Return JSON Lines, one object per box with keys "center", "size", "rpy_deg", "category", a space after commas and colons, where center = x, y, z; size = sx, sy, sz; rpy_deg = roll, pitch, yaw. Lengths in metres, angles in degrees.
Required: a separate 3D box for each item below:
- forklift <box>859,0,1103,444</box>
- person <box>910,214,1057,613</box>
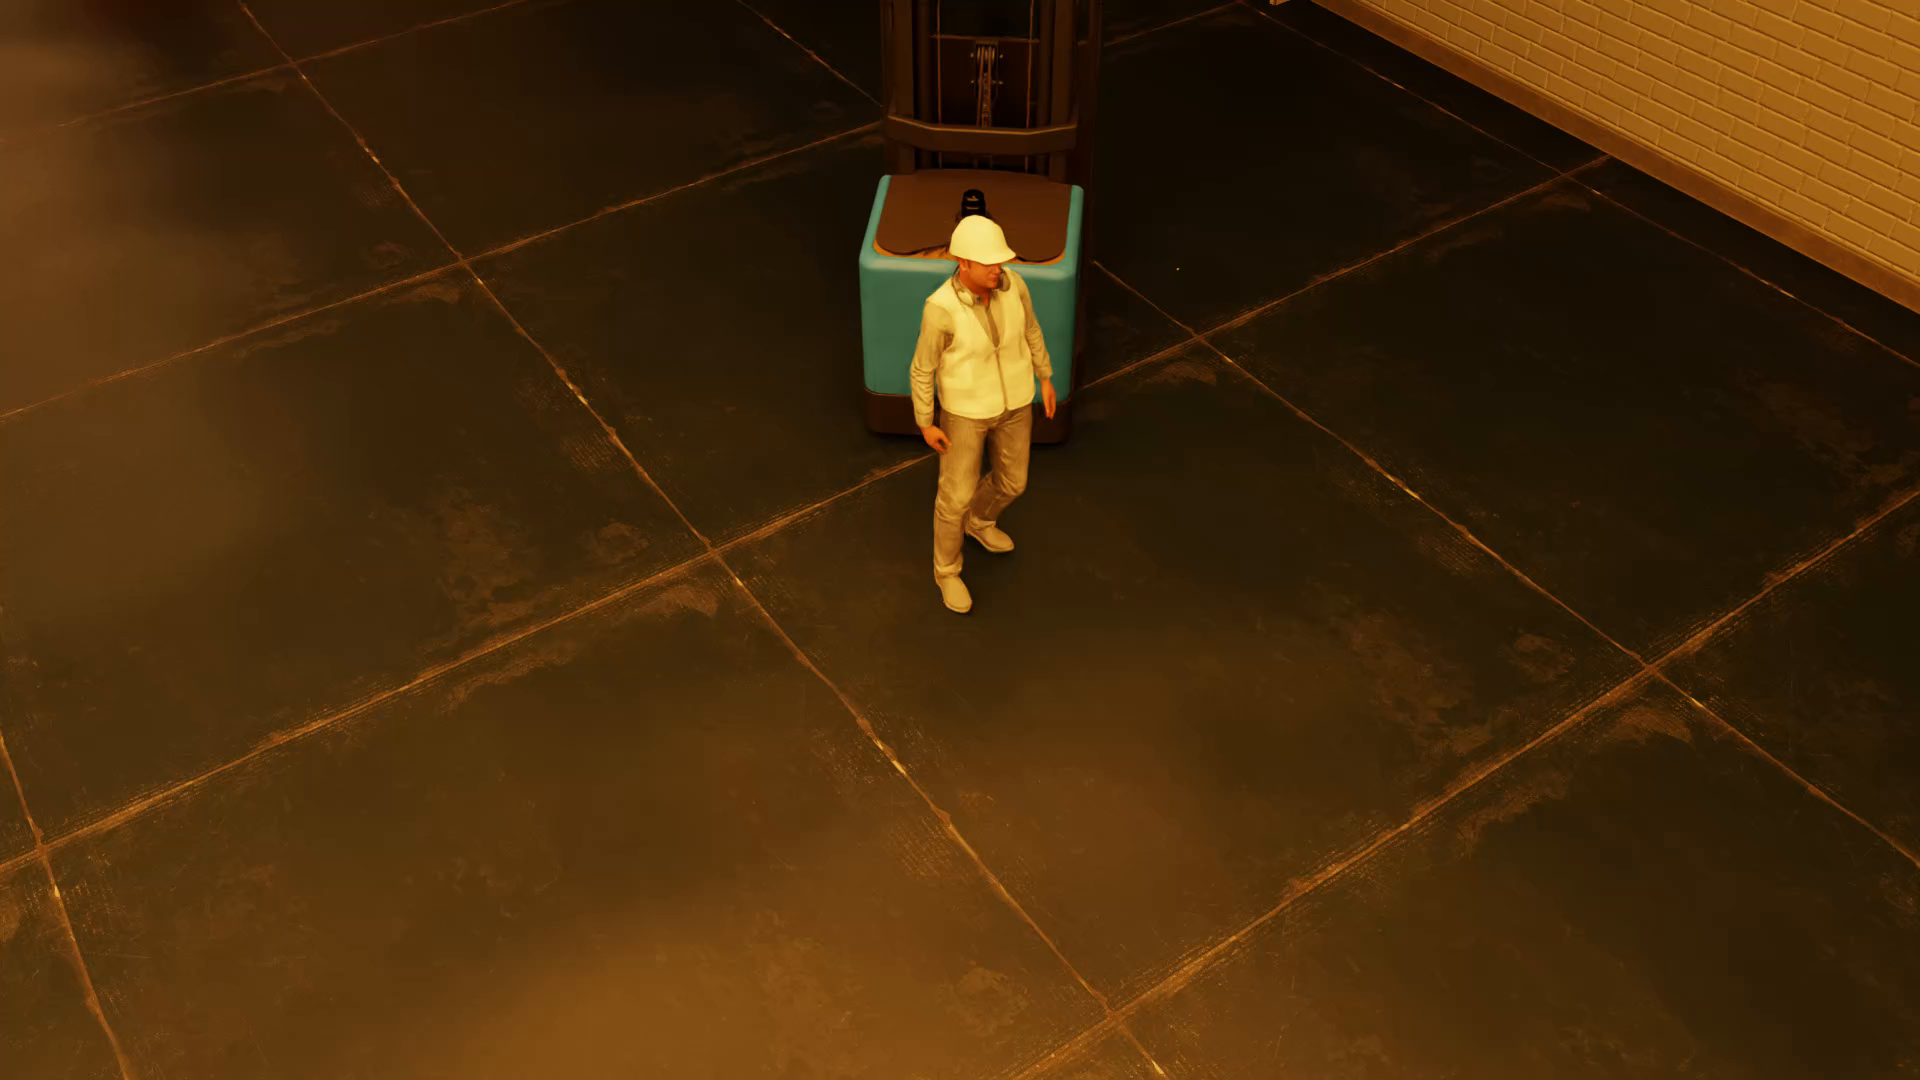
{"center": [0.180, -2.555, 8.488], "size": [1.130, 2.935, 3.031], "rpy_deg": [4, 43, 4], "category": "forklift"}
{"center": [0.131, -0.562, 7.218], "size": [0.678, 1.749, 0.599], "rpy_deg": [-21, 47, -21], "category": "person"}
